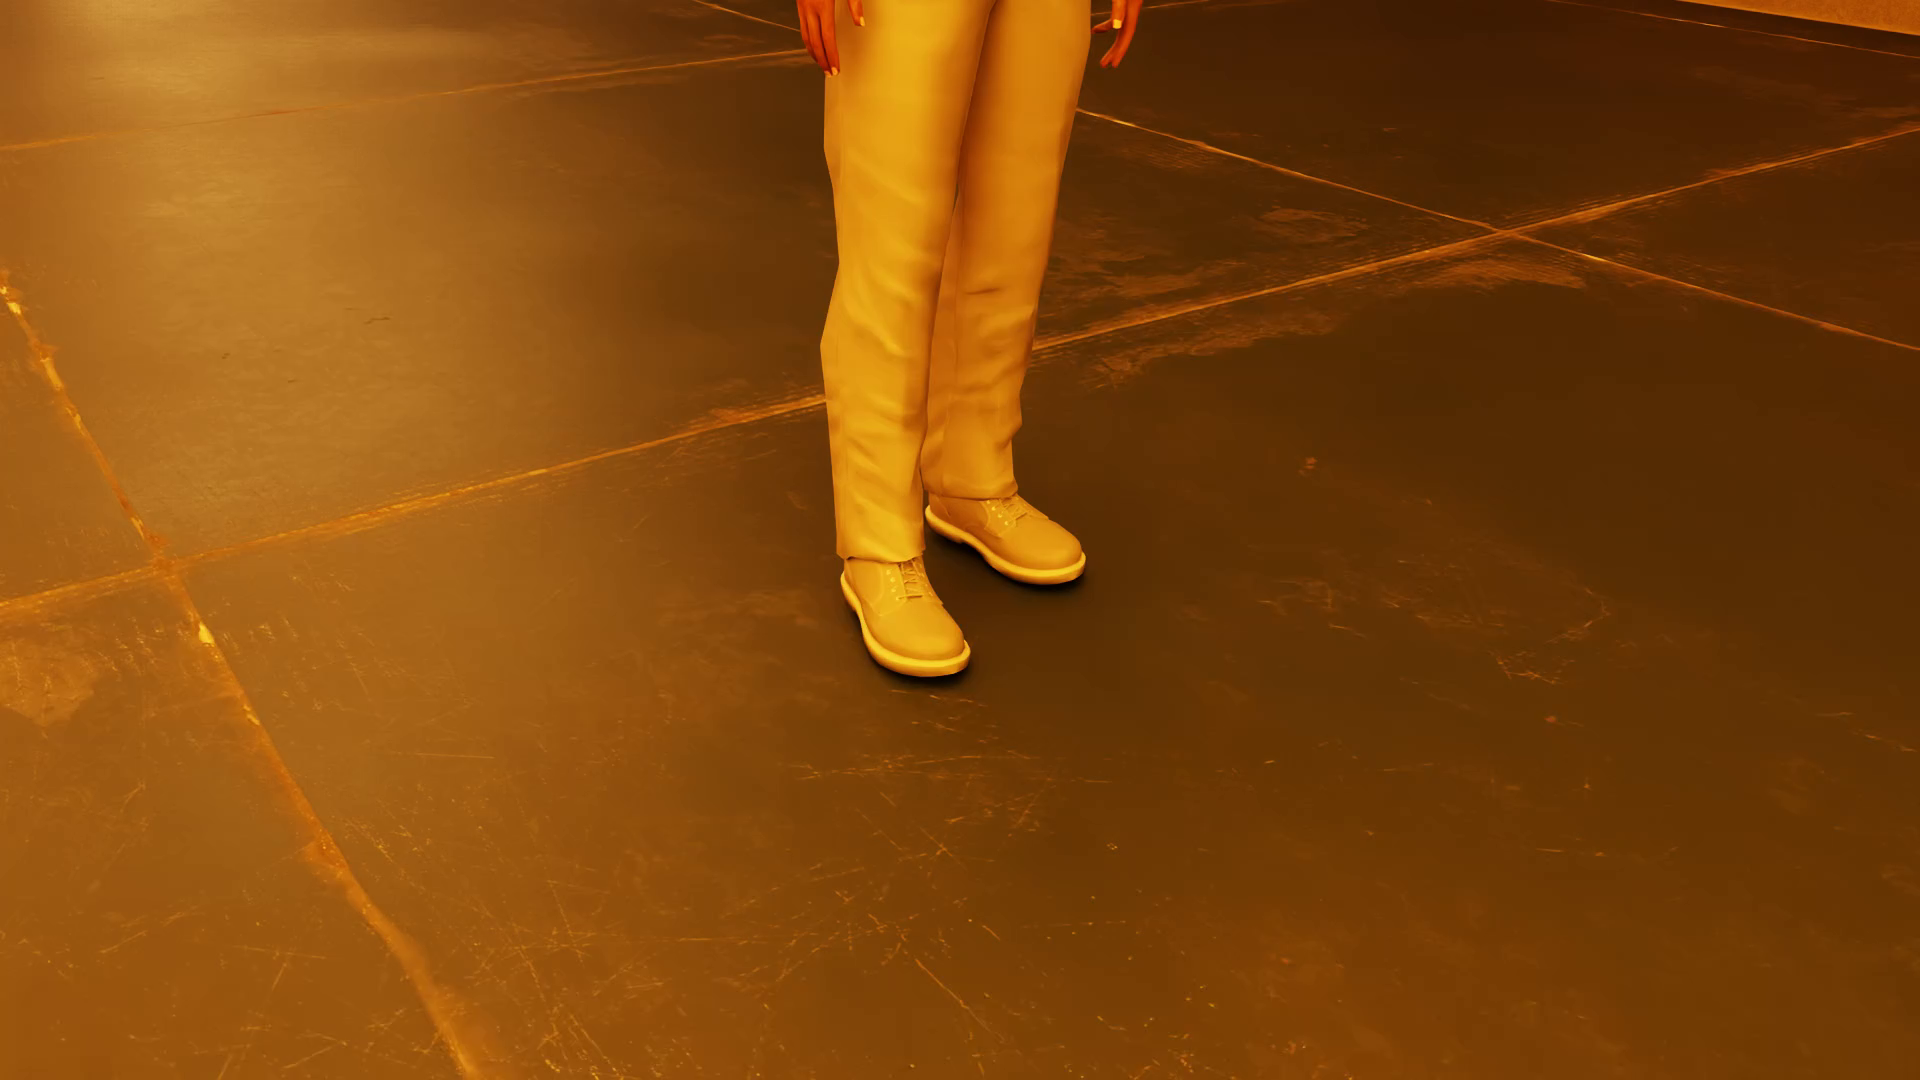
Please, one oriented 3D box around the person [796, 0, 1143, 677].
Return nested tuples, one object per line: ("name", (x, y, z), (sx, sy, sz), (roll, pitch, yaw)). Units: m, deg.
("person", (0.026, -0.730, 2.053), (0.569, 1.692, 0.530), (-17, 31, -31))
